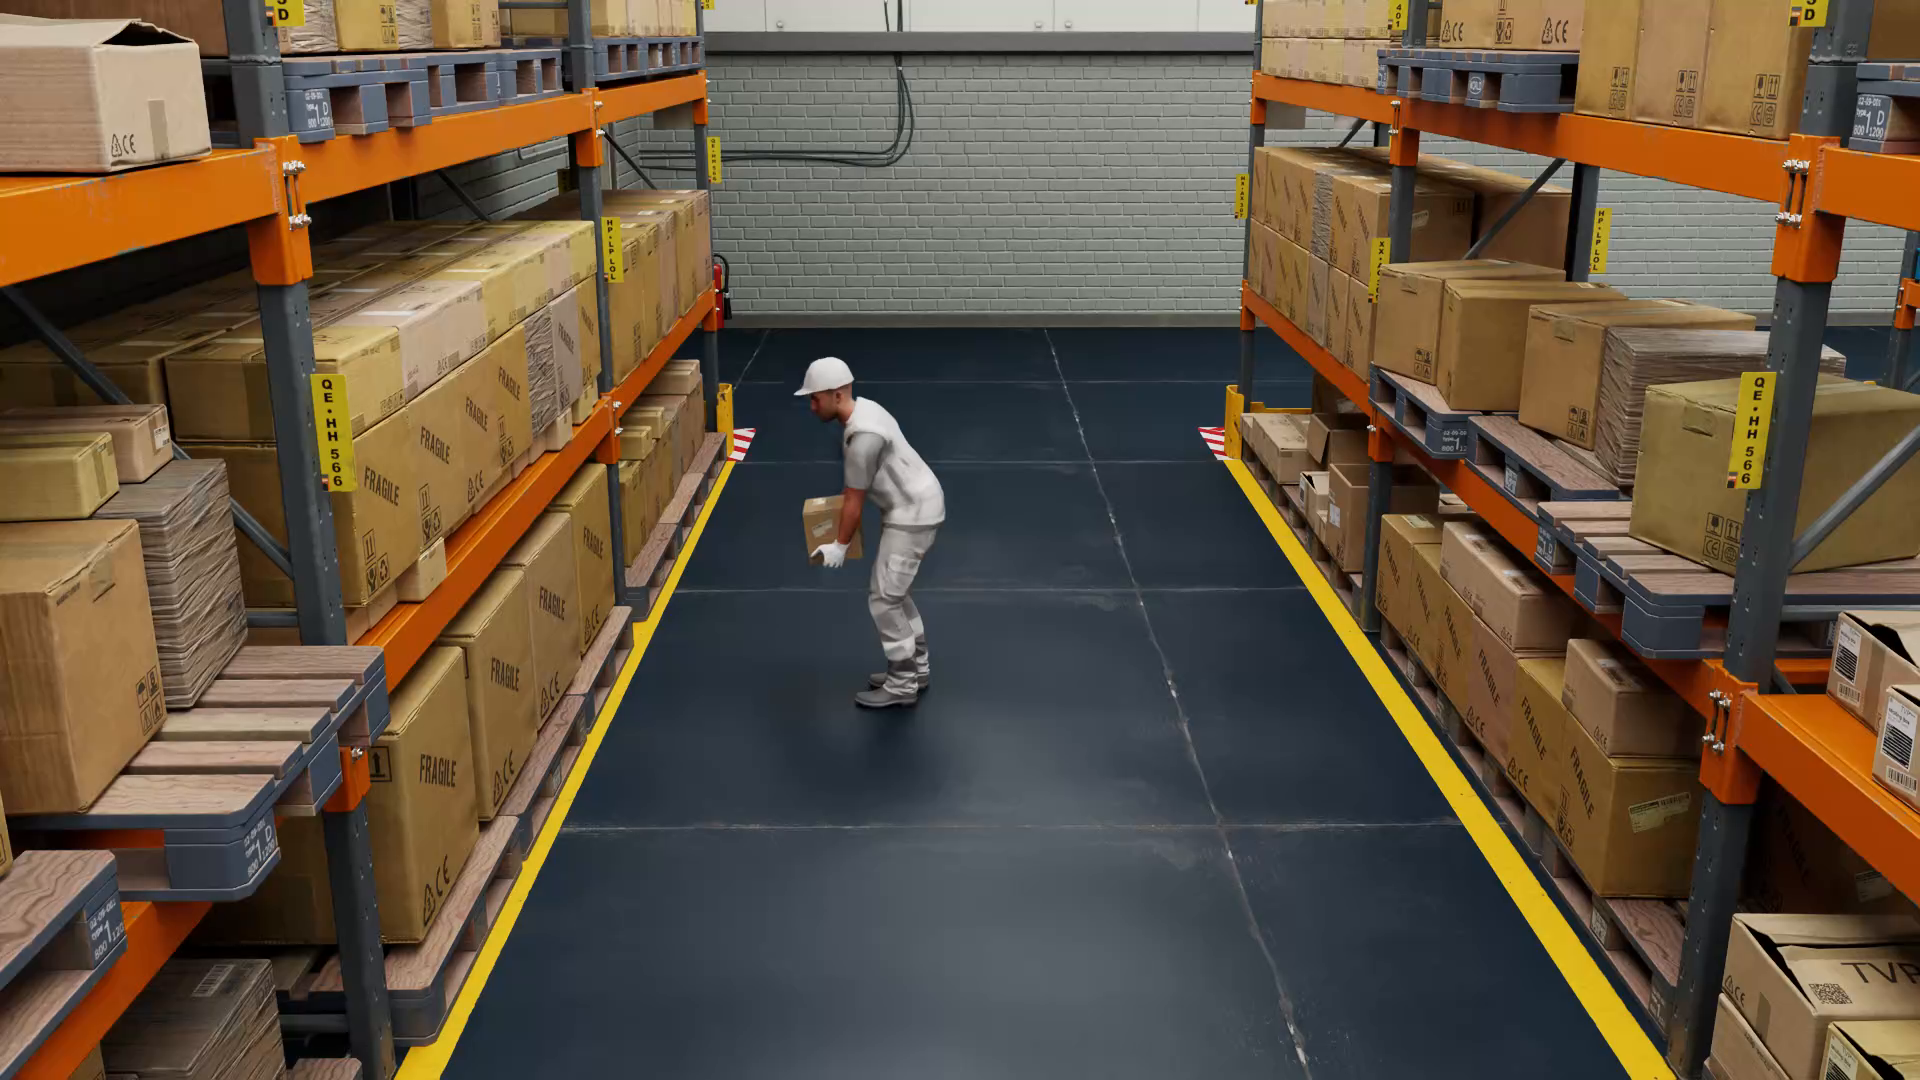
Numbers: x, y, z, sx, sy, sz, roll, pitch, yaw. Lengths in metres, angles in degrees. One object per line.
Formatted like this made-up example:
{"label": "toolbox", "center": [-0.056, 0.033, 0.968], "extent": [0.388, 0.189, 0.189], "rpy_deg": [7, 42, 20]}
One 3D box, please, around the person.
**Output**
{"label": "person", "center": [-0.413, -0.038, 7.829], "extent": [0.691, 1.668, 0.489], "rpy_deg": [-1, 17, -2]}
